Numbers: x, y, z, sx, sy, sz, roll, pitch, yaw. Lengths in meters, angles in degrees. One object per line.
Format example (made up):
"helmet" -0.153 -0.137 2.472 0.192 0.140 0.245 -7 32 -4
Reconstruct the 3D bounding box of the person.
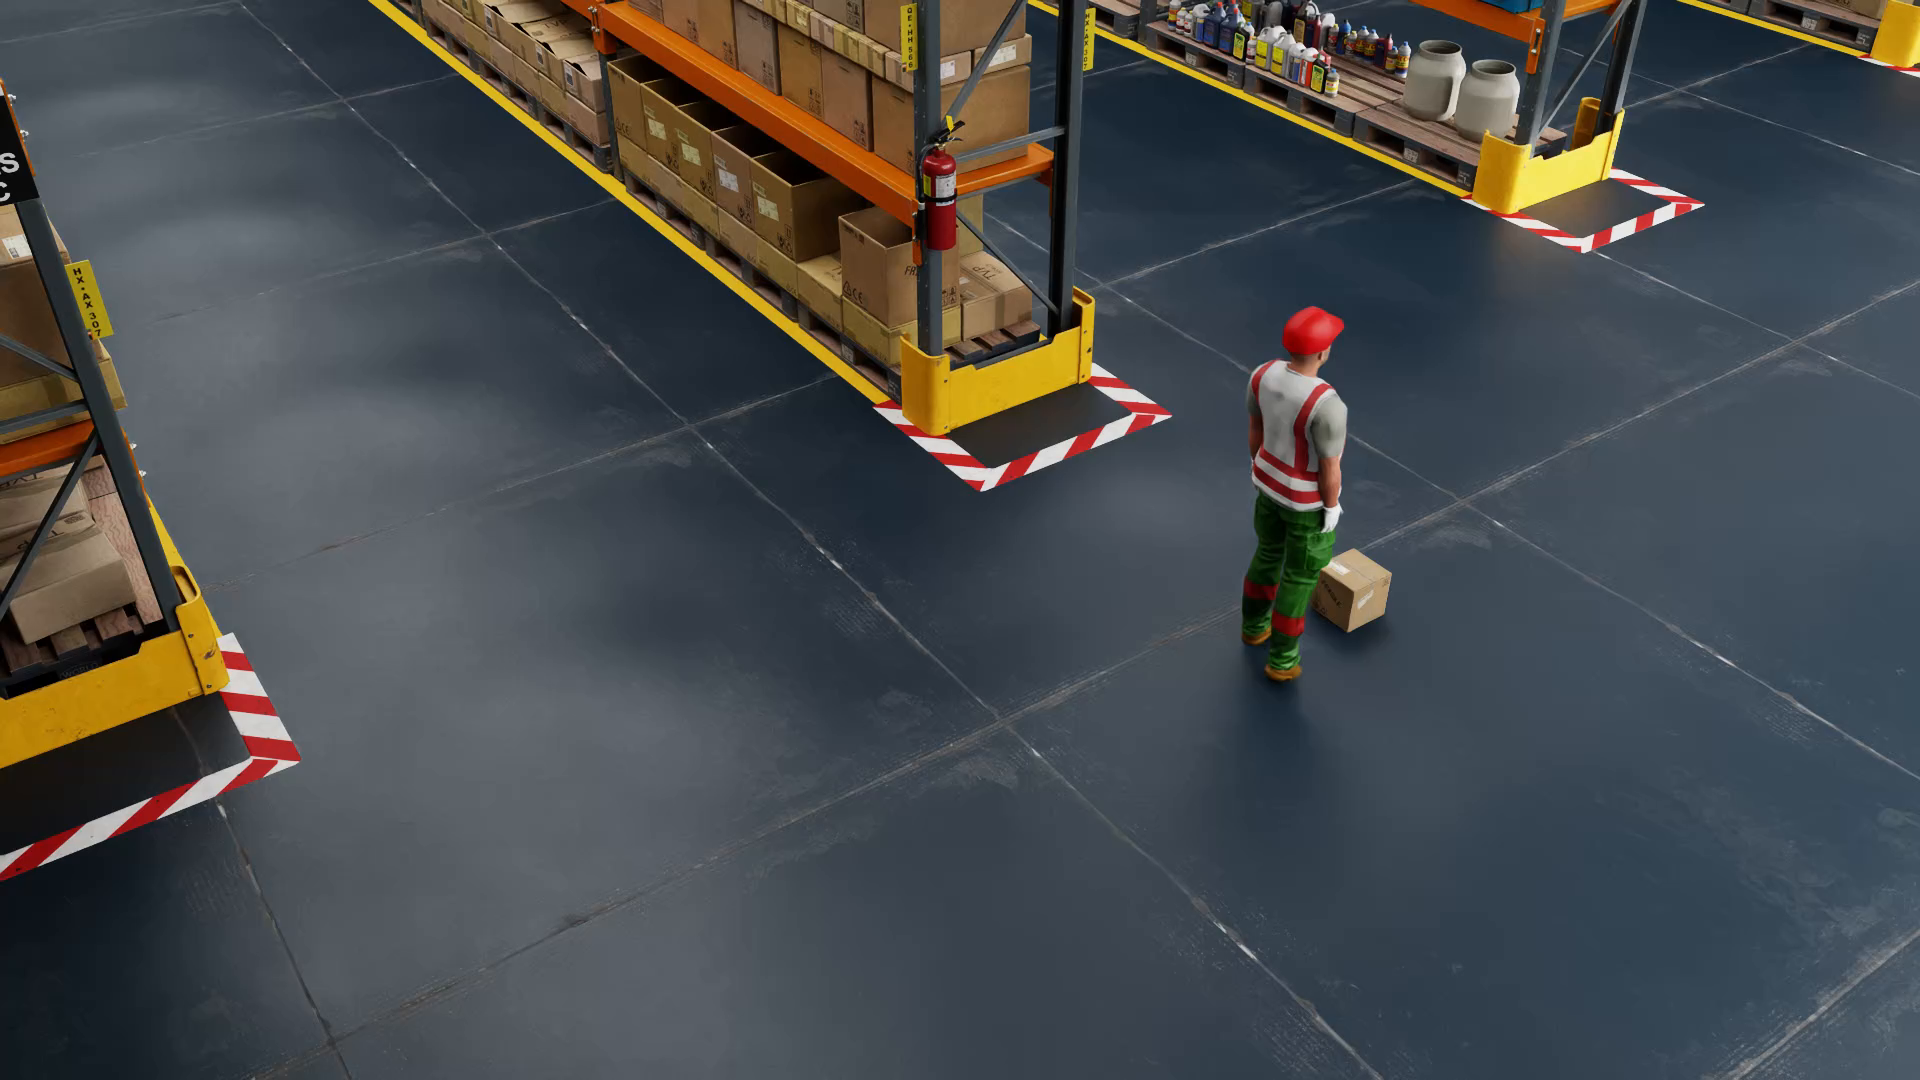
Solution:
"person" 1.466 -0.206 7.311 0.403 1.845 0.535 -22 41 -27
